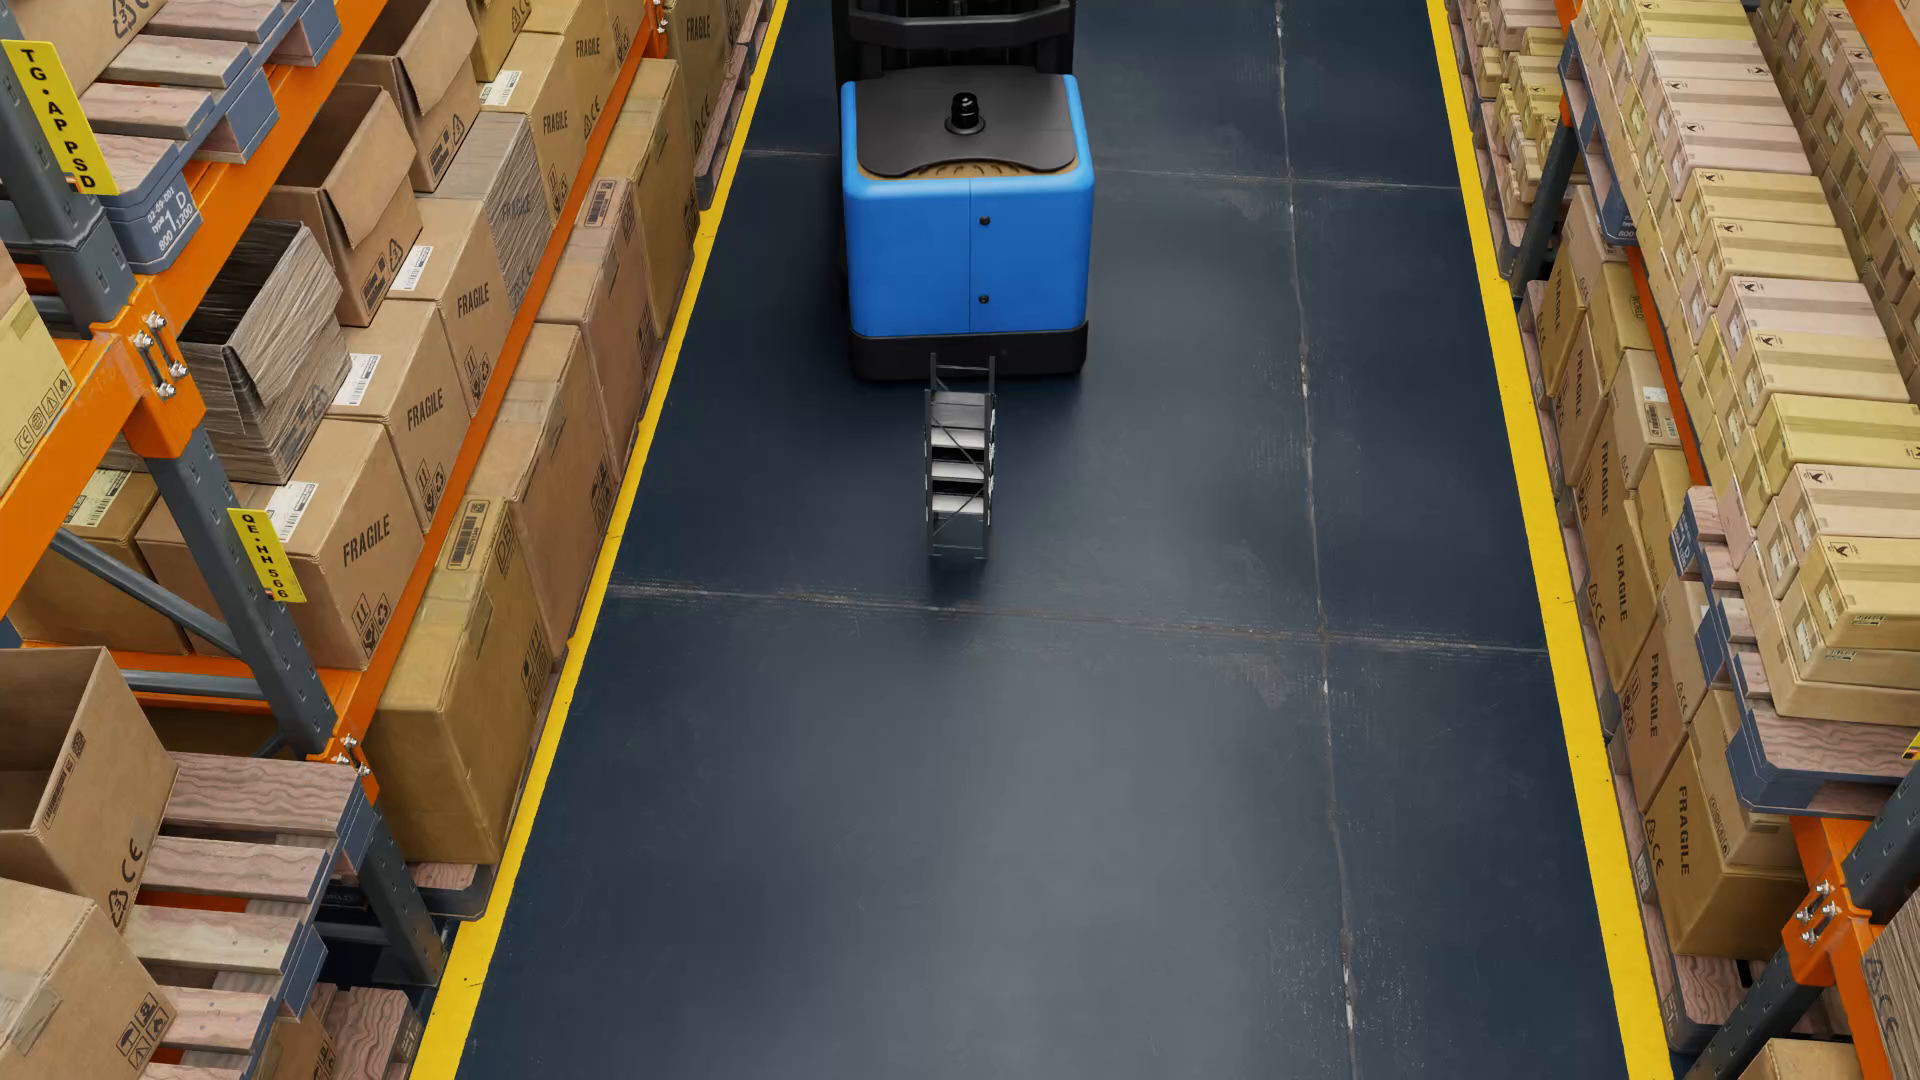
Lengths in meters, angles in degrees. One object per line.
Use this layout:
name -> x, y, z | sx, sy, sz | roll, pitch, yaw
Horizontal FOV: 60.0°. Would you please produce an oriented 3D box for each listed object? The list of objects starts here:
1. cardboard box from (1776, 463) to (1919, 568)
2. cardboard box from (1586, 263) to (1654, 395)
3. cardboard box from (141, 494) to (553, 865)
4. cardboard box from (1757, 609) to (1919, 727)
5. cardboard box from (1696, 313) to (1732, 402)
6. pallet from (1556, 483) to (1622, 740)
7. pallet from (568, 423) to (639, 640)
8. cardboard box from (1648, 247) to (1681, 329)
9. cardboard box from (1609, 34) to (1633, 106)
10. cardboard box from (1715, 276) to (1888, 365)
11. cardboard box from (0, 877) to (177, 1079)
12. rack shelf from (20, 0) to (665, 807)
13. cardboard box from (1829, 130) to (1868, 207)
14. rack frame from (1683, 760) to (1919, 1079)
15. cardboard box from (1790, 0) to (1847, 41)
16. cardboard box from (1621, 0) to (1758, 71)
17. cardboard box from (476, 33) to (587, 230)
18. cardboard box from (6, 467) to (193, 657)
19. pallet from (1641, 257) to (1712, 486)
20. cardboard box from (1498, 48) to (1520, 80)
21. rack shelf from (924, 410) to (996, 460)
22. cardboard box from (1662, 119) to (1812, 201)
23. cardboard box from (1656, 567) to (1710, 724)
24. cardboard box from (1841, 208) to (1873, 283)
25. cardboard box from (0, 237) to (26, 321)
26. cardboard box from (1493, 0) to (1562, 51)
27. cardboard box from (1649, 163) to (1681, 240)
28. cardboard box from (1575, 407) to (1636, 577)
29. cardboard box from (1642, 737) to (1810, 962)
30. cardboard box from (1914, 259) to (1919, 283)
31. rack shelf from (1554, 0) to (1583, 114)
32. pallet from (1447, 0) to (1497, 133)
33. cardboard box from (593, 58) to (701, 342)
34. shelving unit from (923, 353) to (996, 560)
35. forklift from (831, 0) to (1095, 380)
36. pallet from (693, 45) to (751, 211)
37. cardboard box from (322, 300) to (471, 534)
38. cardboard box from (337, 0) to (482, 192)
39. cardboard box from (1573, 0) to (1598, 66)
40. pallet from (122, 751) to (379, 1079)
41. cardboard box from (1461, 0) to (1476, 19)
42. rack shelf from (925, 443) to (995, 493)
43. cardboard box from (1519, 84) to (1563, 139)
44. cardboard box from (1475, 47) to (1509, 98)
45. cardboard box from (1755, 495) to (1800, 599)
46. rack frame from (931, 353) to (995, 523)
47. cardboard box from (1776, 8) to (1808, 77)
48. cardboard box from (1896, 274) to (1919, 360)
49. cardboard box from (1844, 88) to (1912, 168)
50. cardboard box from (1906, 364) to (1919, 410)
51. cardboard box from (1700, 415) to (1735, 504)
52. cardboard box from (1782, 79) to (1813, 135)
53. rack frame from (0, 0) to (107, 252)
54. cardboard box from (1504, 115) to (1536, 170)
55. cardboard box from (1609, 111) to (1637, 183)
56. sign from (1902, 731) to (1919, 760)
cardboard box -> 2.344, -0.051, 4.272 | 0.380, 0.149, 0.250 | 3, 48, 3
cardboard box -> 2.719, -0.791, 6.368 | 0.500, 0.250, 0.500 | 5, 48, 5
cardboard box -> -2.116, 0.444, 5.492 | 1.225, 0.875, 0.875 | 2, 48, 2
cardboard box -> 2.318, 0.332, 4.325 | 0.380, 0.149, 0.250 | 5, 48, 4
cardboard box -> 2.415, -0.525, 4.907 | 0.380, 0.149, 0.250 | 4, 48, 3
pallet -> 2.917, 0.255, 6.399 | 1.003, 0.211, 1.213 | 4, 48, 4
pallet -> -1.939, -0.153, 6.773 | 1.003, 0.211, 1.213 | 4, 48, 4
cardboard box -> 2.462, -0.811, 5.370 | 0.380, 0.149, 0.250 | 2, 48, 2
cardboard box -> 2.557, -1.676, 5.960 | 0.380, 0.149, 0.250 | 5, 48, 4
cardboard box -> 2.416, -0.616, 4.789 | 0.380, 0.149, 0.250 | 4, 48, 4
cardboard box -> -2.160, 1.015, 3.462 | 0.700, 0.500, 0.500 | 10, 48, 9
rack shelf -> -2.017, -0.852, 6.010 | 1.077, 0.370, 4.000 | 4, 48, 4
cardboard box -> 3.162, -1.241, 5.562 | 0.380, 0.149, 0.250 | 2, 48, 2
rack frame -> 2.728, 0.782, 4.028 | 0.949, 2.616, 0.053 | 4, 48, 4
cardboard box -> 3.230, -1.909, 5.972 | 0.380, 0.149, 0.250 | 3, 48, 2
cardboard box -> 2.556, -1.763, 5.838 | 0.380, 0.149, 0.250 | 4, 48, 4
cardboard box -> -1.698, -1.489, 6.037 | 0.500, 0.500, 0.500 | 3, 48, 3
cardboard box -> -2.401, -0.039, 4.711 | 0.500, 0.500, 0.500 | 5, 48, 5
pallet -> 2.870, -0.610, 5.431 | 1.003, 0.211, 1.213 | 4, 48, 4
cardboard box -> 2.951, -2.454, 8.433 | 0.380, 0.149, 0.250 | 5, 48, 4
rack shelf -> 0.001, -0.409, 6.341 | 0.258, 0.077, 0.200 | 4, 48, 4
cardboard box -> 2.485, -1.206, 5.329 | 0.380, 0.149, 0.250 | 5, 48, 5
cardboard box -> 2.567, 0.339, 5.334 | 0.500, 0.250, 0.500 | 4, 48, 4
cardboard box -> 3.141, -0.951, 5.499 | 0.380, 0.149, 0.250 | 6, 48, 5
cardboard box -> -1.994, -0.473, 2.736 | 0.500, 0.500, 0.500 | 5, 48, 5
cardboard box -> 2.902, -2.581, 8.348 | 0.380, 0.149, 0.250 | 2, 48, 2
cardboard box -> 2.487, -1.091, 5.425 | 0.380, 0.149, 0.250 | 3, 48, 3
cardboard box -> 2.683, -0.155, 6.294 | 0.500, 0.500, 0.500 | 5, 48, 4
cardboard box -> 2.530, 0.983, 5.253 | 0.500, 0.500, 0.500 | 4, 48, 3
cardboard box -> 3.084, -0.768, 4.928 | 0.380, 0.149, 0.250 | 5, 48, 5
rack shelf -> 3.278, -3.384, 8.326 | 1.077, 0.370, 4.000 | 4, 48, 4
pallet -> 3.230, -2.611, 9.021 | 1.003, 0.211, 1.213 | 4, 48, 4
cardboard box -> -1.873, -1.518, 7.287 | 1.225, 0.875, 0.875 | 4, 48, 4
shelving unit -> 0.001, -0.310, 6.449 | 0.258, 0.900, 0.210 | 4, 48, 4
forklift -> -0.043, -2.777, 7.329 | 1.130, 2.935, 3.031 | -2, 48, -2
pallet -> -1.687, -2.177, 8.624 | 1.003, 0.211, 1.213 | 4, 48, 4
cardboard box -> -1.839, -0.377, 5.020 | 0.500, 0.500, 0.500 | 3, 48, 2
cardboard box -> -2.000, -1.506, 5.373 | 0.797, 0.503, 0.637 | 5, 48, 5
cardboard box -> 2.601, -1.955, 6.417 | 0.380, 0.149, 0.250 | 2, 48, 2
pallet -> -2.158, 0.970, 3.986 | 1.213, 0.211, 1.003 | 4, 48, 4
cardboard box -> 2.965, -2.980, 9.116 | 0.380, 0.149, 0.250 | 2, 48, 2
rack shelf -> 0.001, -0.287, 6.474 | 0.258, 0.077, 0.200 | 4, 48, 4
cardboard box -> 2.852, -2.007, 7.823 | 0.380, 0.149, 0.250 | 4, 48, 4
cardboard box -> 2.886, -2.408, 8.593 | 0.380, 0.149, 0.250 | 4, 48, 3
cardboard box -> 2.345, 0.035, 4.395 | 0.380, 0.149, 0.250 | 5, 48, 5
rack frame -> 0.010, -0.384, 6.518 | 0.240, 0.900, 0.006 | 4, 48, 4
cardboard box -> 3.233, -1.815, 6.087 | 0.380, 0.149, 0.250 | 4, 48, 4
cardboard box -> 3.091, -0.663, 5.034 | 0.380, 0.149, 0.250 | 3, 48, 3
cardboard box -> 3.154, -1.346, 5.457 | 0.380, 0.149, 0.250 | 2, 48, 2
cardboard box -> 3.066, -0.379, 4.976 | 0.380, 0.149, 0.250 | 5, 48, 5
cardboard box -> 2.392, -0.222, 4.832 | 0.380, 0.149, 0.250 | 3, 48, 3
cardboard box -> 3.209, -1.535, 6.033 | 0.380, 0.149, 0.250 | 4, 48, 3
rack frame -> -2.199, -1.650, 2.187 | 1.000, 3.000, 0.127 | 4, 48, 4
cardboard box -> 2.820, -1.889, 7.917 | 0.380, 0.149, 0.250 | 2, 48, 2
cardboard box -> 2.531, -1.383, 5.894 | 0.380, 0.149, 0.250 | 4, 48, 4
sign -> 2.190, 0.389, 3.657 | 0.100, 0.325, 0.005 | 4, 48, 4
